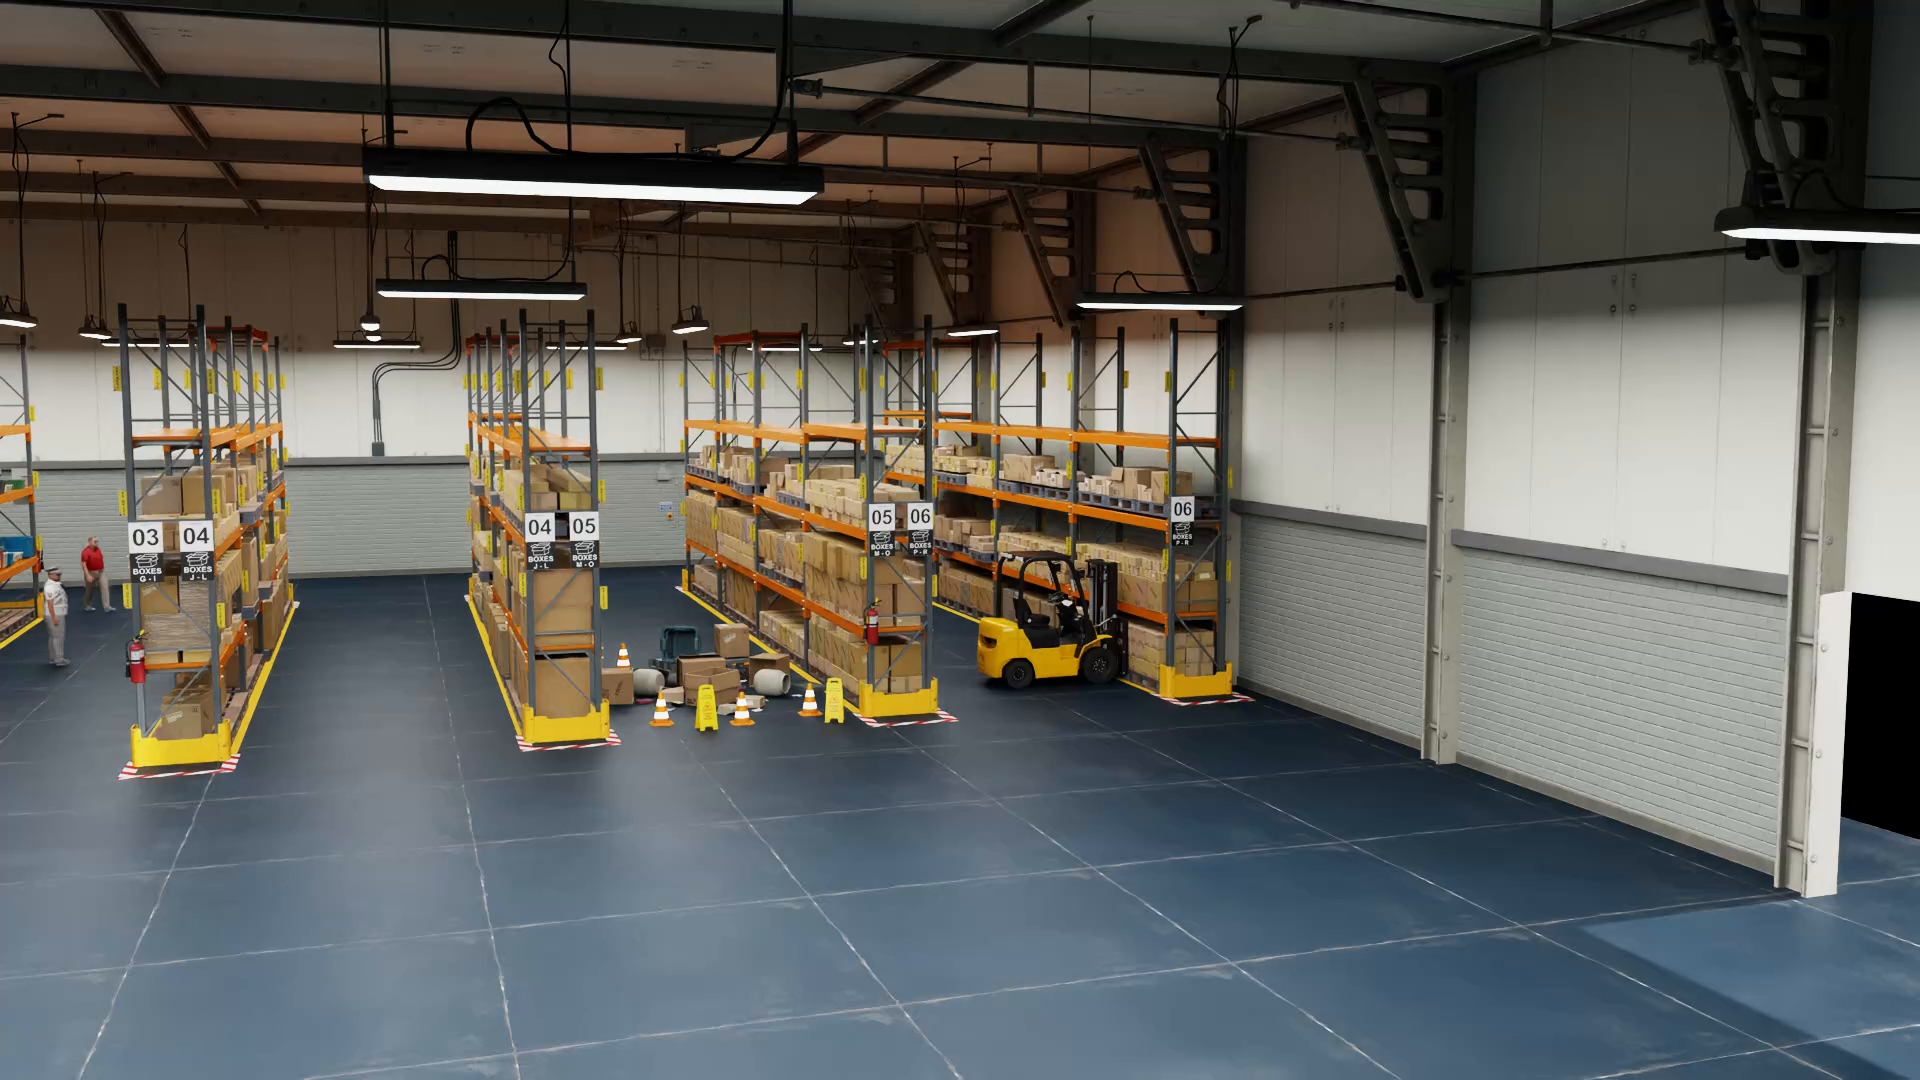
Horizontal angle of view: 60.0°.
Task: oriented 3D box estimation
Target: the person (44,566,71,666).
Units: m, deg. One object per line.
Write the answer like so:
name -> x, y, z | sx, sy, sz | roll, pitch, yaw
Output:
person -> -15.986, 1.331, 29.455 | 0.410, 1.768, 0.515 | -4, 7, -38

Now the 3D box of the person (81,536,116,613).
person -> -18.743, 0.749, 36.029 | 1.055, 1.671, 0.571 | 5, 7, 42
